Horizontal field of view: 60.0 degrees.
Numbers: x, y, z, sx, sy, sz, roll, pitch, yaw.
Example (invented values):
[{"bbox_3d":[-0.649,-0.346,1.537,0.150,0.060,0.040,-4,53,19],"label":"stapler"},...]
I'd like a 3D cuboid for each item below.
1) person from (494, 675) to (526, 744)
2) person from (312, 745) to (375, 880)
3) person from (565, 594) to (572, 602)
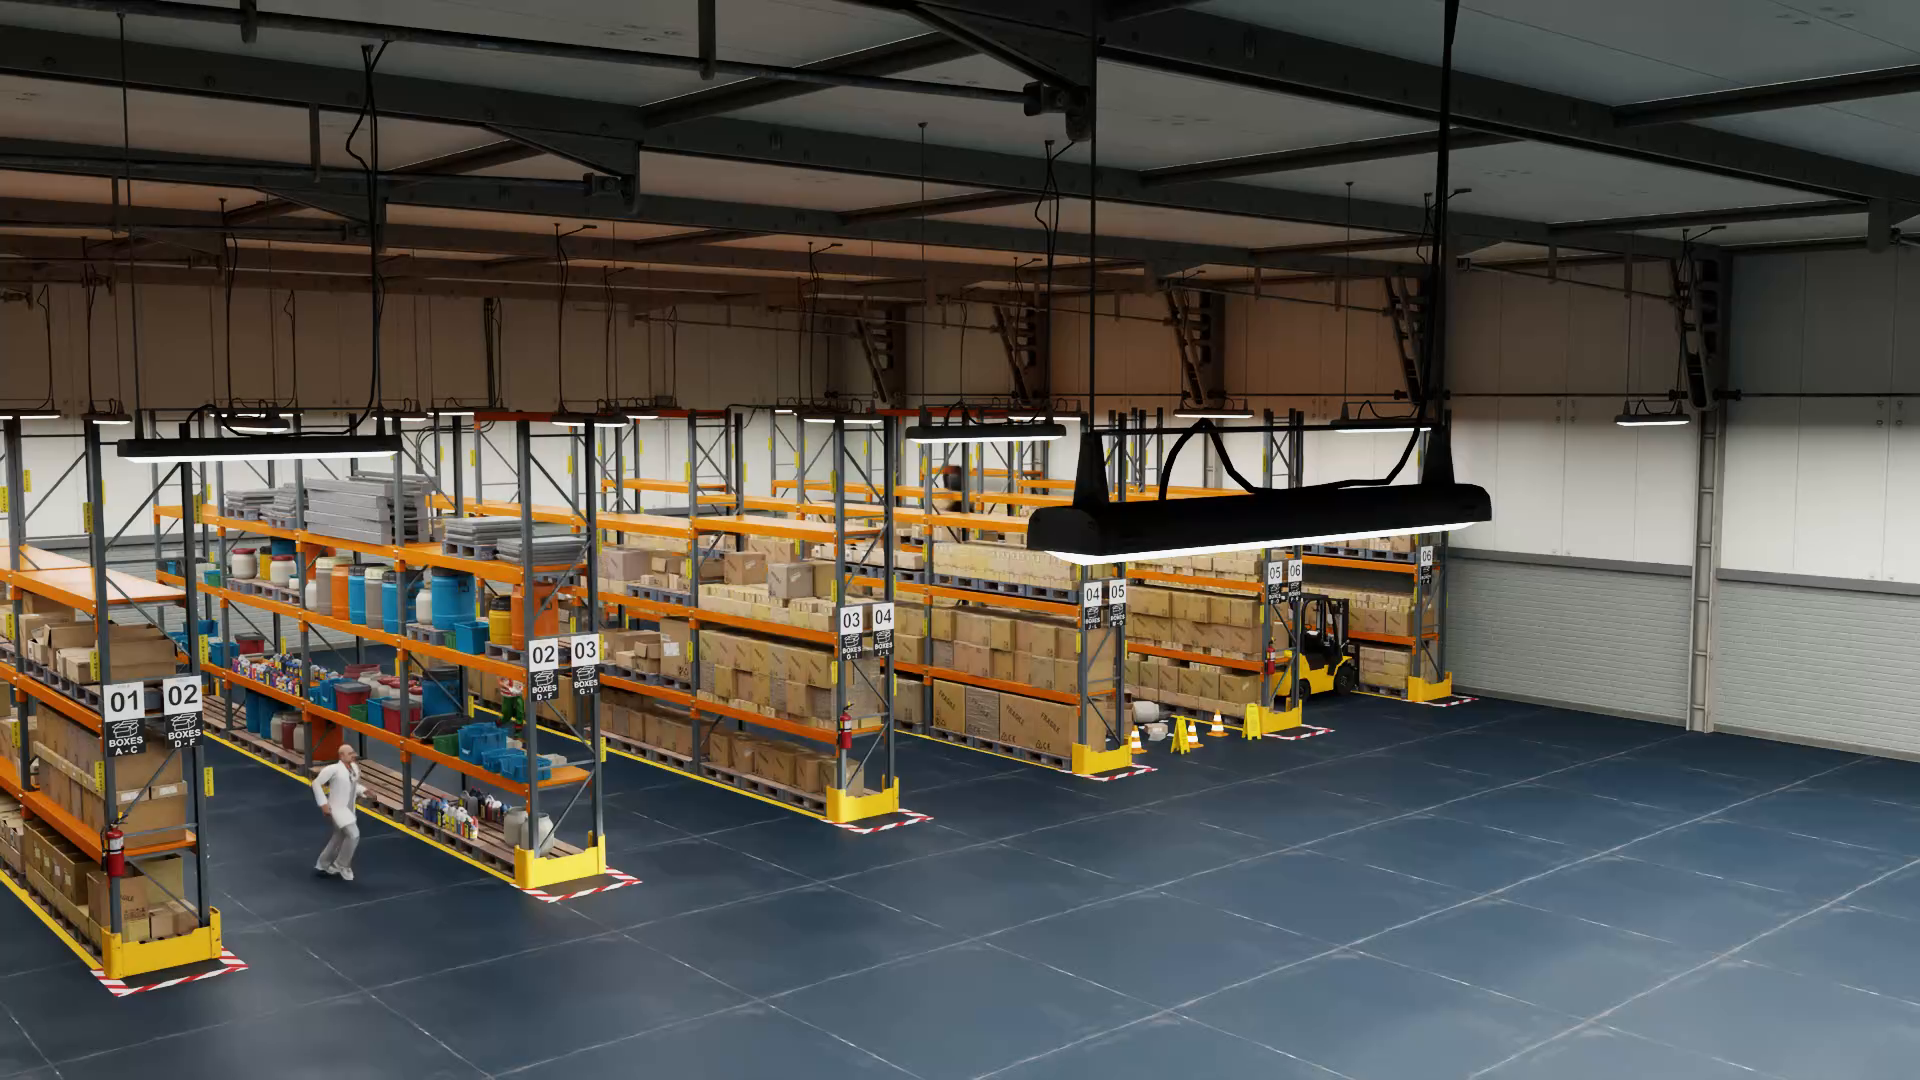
[{"bbox_3d":[-8.182,2.814,30.193,0.885,1.745,0.667,4,6,39],"label":"person"},{"bbox_3d":[-8.083,3.562,21.731,0.879,1.797,0.652,1,5,16],"label":"person"},{"bbox_3d":[-9.132,2.115,38.773,0.605,1.703,0.689,-3,6,-30],"label":"person"}]
